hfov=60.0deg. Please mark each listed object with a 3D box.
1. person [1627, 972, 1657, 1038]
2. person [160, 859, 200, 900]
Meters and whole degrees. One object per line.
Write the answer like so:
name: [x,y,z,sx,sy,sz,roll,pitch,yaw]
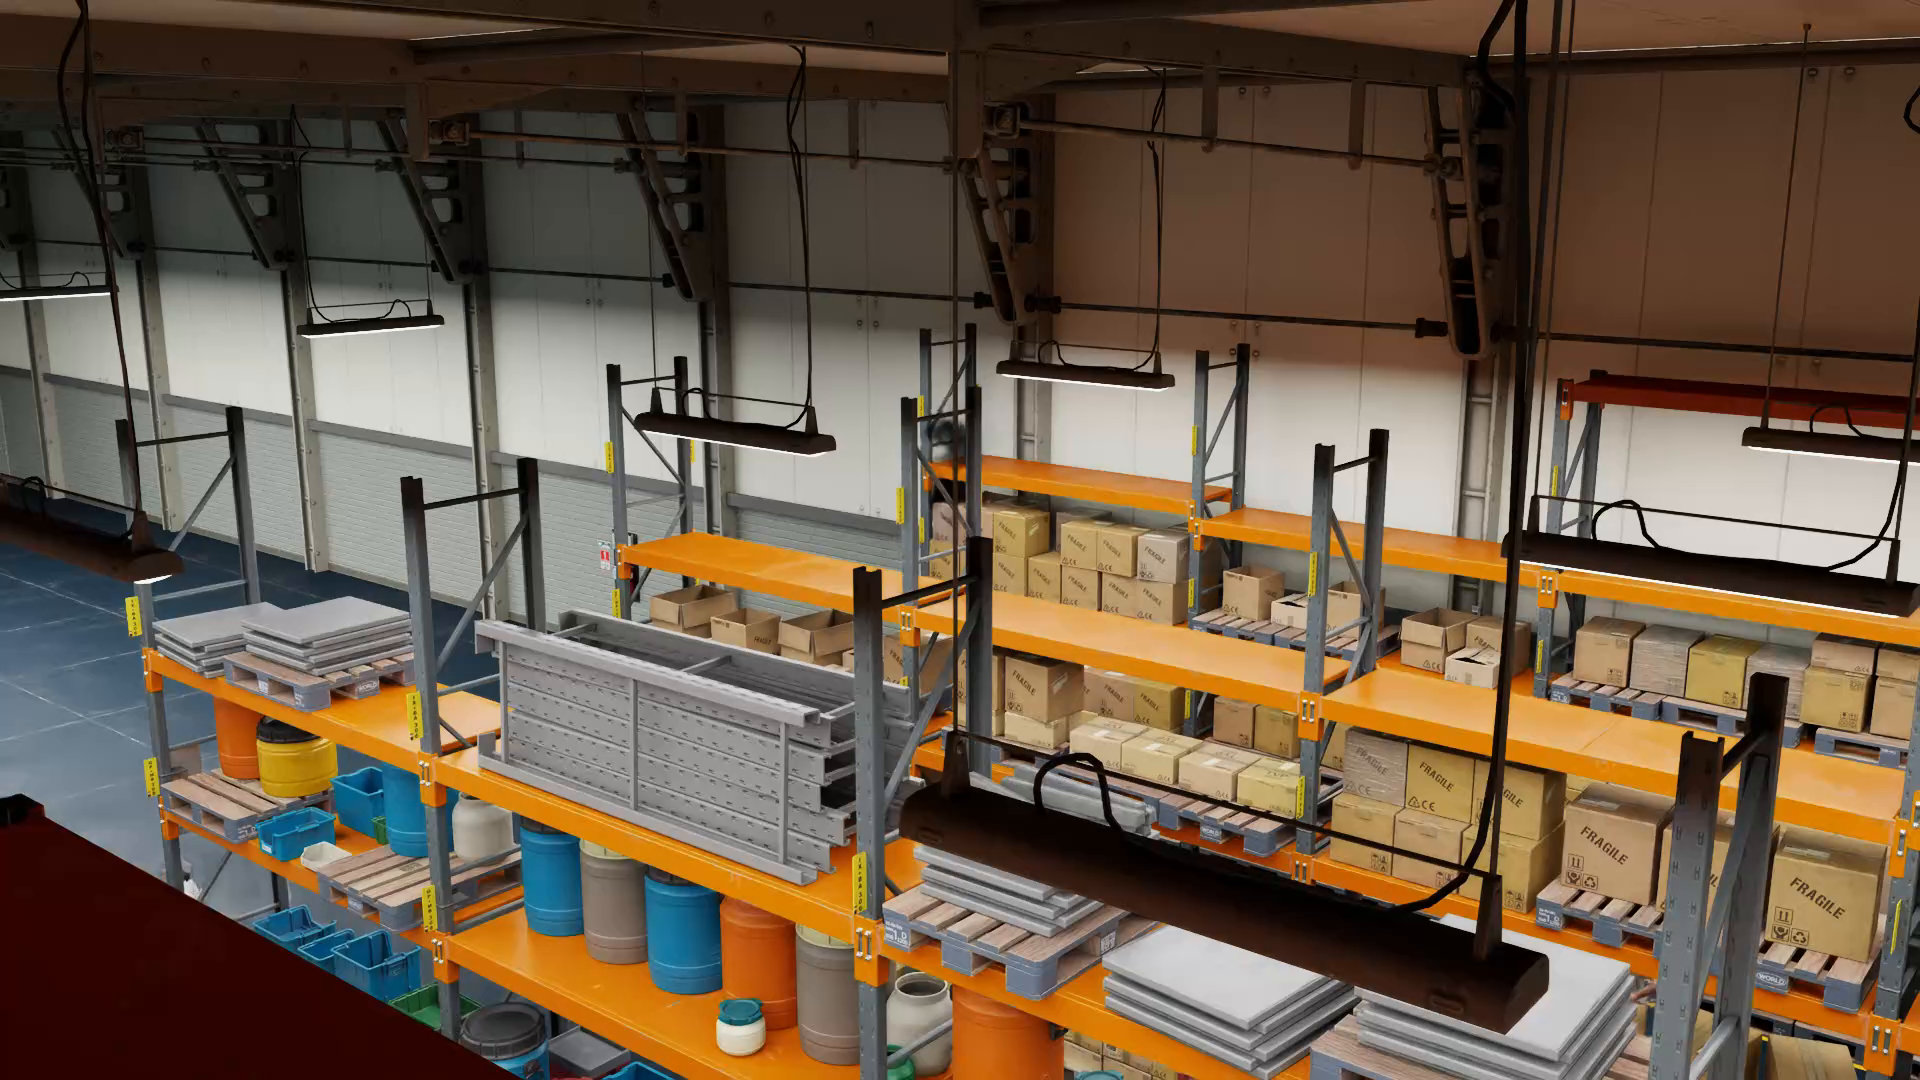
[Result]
person: [5.839,4.043,14.480,0.955,1.639,0.567,6,14,25]
person: [-7.314,3.746,15.800,0.576,1.590,0.669,-3,13,-13]
